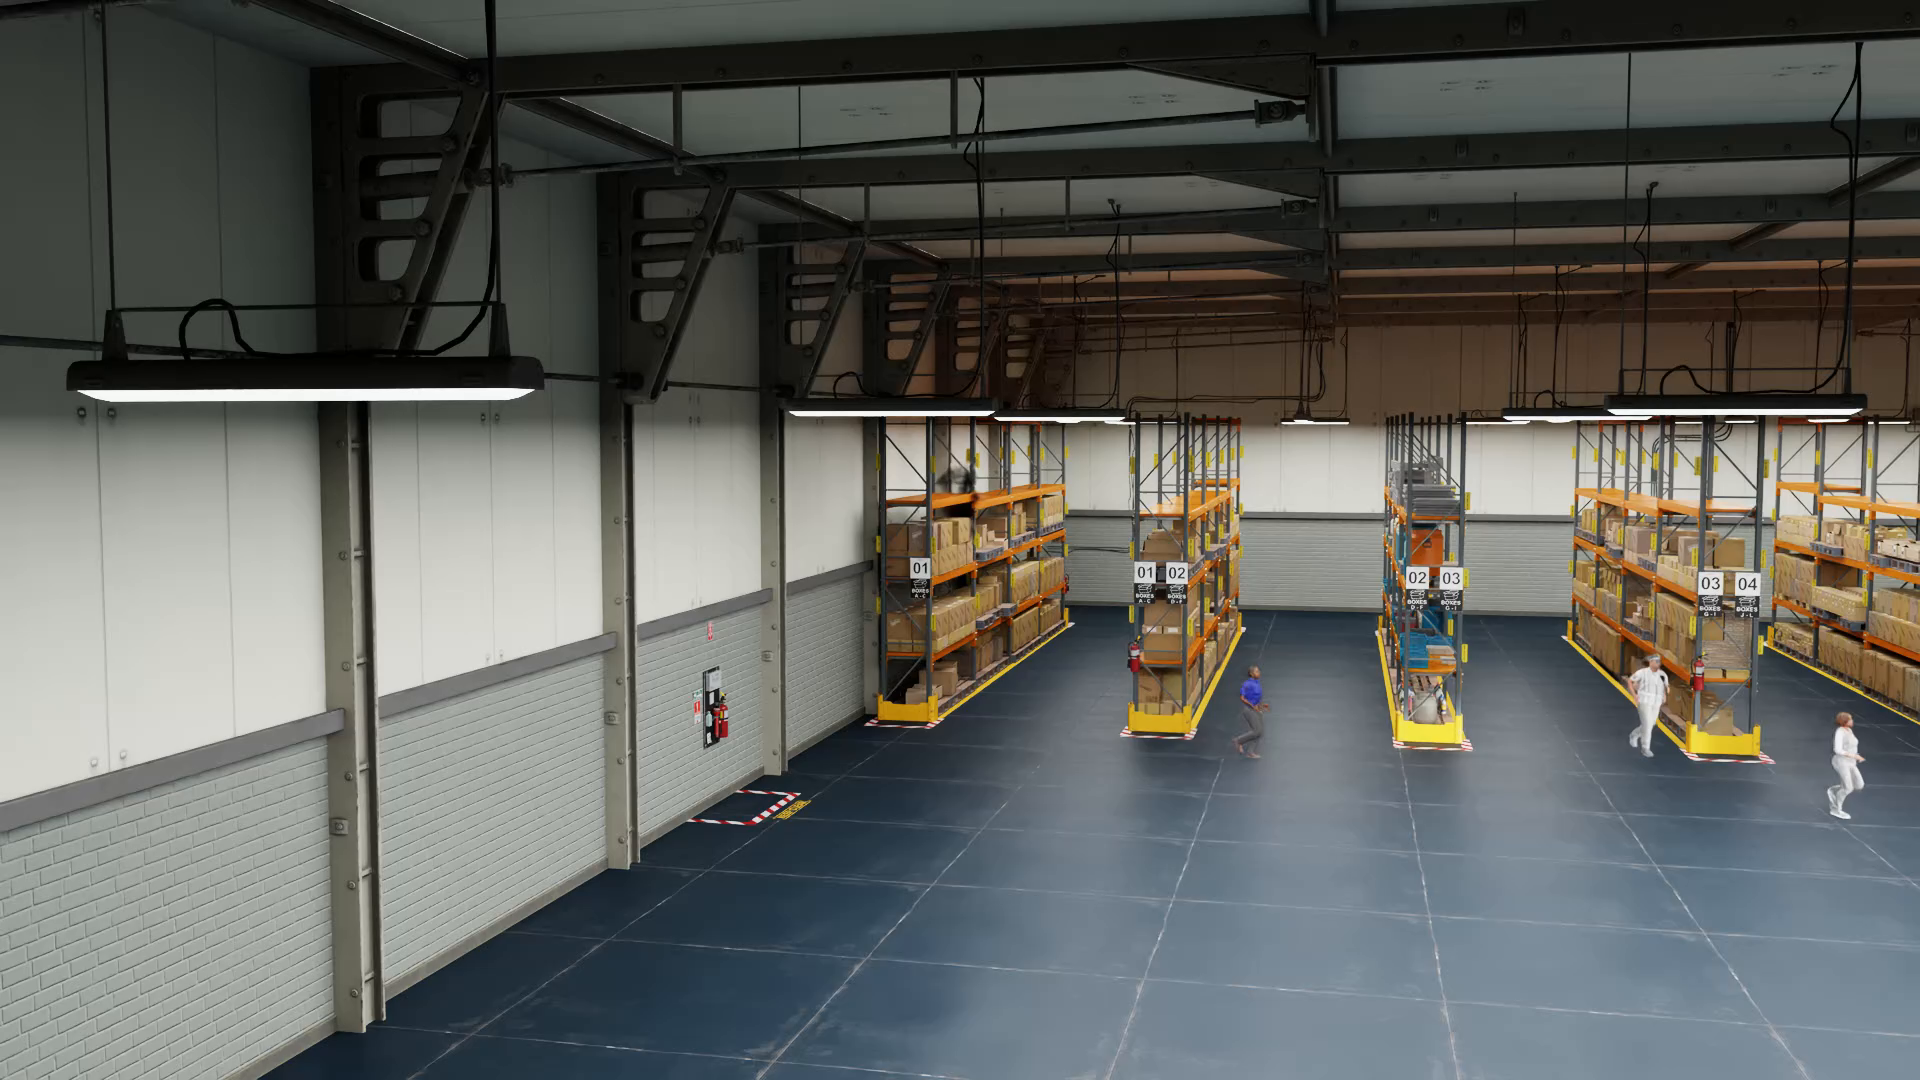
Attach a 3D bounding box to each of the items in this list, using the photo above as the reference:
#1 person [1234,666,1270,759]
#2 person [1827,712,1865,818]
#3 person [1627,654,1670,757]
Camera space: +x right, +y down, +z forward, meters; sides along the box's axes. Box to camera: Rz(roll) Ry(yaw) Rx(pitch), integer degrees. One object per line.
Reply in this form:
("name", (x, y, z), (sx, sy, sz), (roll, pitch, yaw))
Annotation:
("person", (5.050, 2.972, 28.757), (0.549, 1.609, 0.556), (2, 5, 33))
("person", (12.993, 3.306, 24.387), (0.534, 1.547, 0.540), (-4, 5, -43))
("person", (12.147, 2.879, 29.286), (0.688, 1.776, 0.814), (-1, 4, -10))
